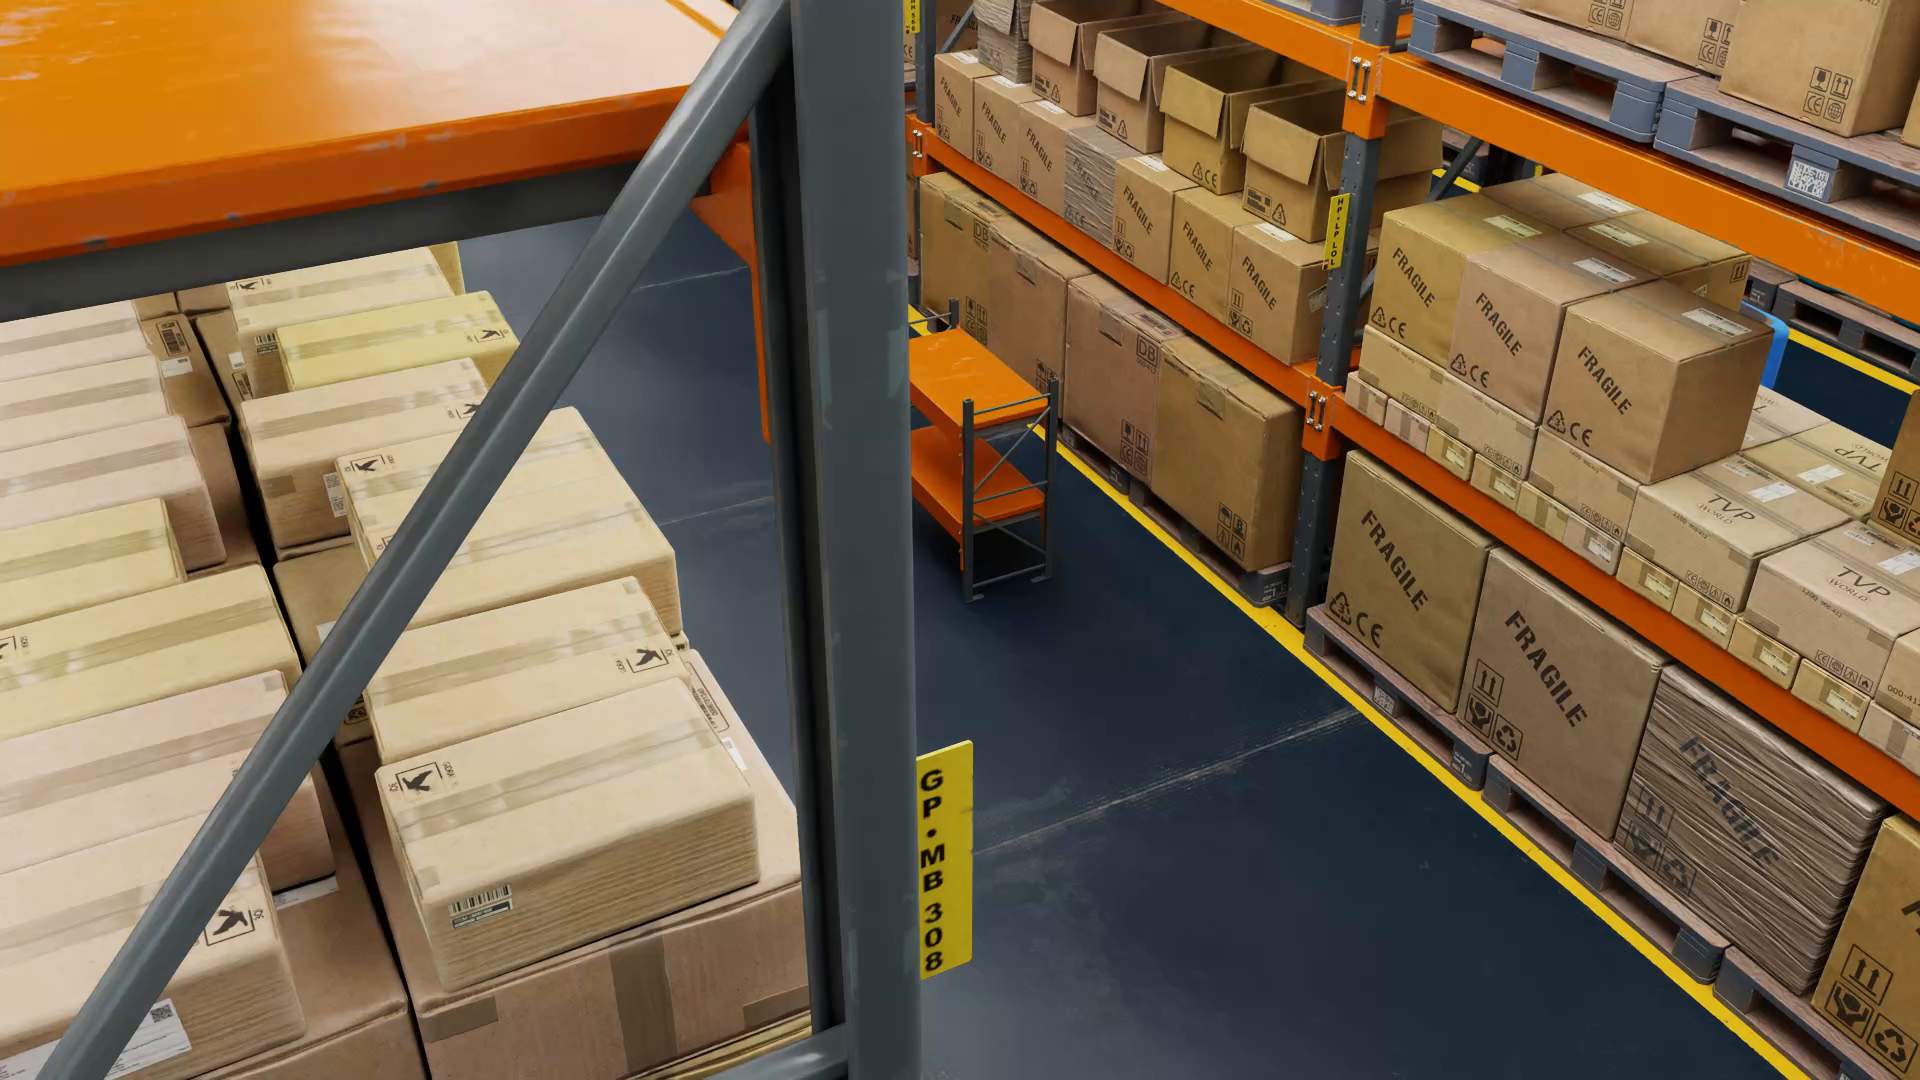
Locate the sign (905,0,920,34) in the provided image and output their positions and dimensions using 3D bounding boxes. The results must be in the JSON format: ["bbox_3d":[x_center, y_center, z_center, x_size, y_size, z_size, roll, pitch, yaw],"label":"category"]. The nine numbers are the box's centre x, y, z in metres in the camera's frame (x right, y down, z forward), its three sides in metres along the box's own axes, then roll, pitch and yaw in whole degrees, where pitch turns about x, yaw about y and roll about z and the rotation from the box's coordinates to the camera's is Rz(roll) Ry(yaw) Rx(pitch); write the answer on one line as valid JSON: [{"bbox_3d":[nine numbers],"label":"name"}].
[{"bbox_3d":[-0.282,-3.203,9.968,0.100,0.325,0.005,-16,36,-23],"label":"sign"}]

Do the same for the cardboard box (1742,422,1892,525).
[{"bbox_3d":[3.211,-0.165,6.091,0.500,0.250,0.500,-17,36,-24],"label":"cardboard box"}]

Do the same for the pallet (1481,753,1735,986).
[{"bbox_3d":[2.917,1.159,6.745,1.003,0.211,1.213,-16,36,-23],"label":"pallet"}]

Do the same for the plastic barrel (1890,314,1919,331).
[{"bbox_3d":[6.201,-1.783,10.309,0.600,0.901,0.708,-16,36,-23],"label":"plastic barrel"}]

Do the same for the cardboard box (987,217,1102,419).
[{"bbox_3d":[0.906,-1.410,9.750,1.225,0.875,0.875,-16,36,-23],"label":"cardboard box"}]

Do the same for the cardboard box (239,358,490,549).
[{"bbox_3d":[-0.952,-0.149,2.727,0.380,0.149,0.250,-15,36,-22],"label":"cardboard box"}]

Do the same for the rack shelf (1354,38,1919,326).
[{"bbox_3d":[2.991,-0.986,5.395,1.077,0.370,4.000,-16,36,-23],"label":"rack shelf"}]

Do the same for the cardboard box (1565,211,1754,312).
[{"bbox_3d":[2.739,-0.966,6.645,0.500,0.500,0.500,-15,36,-23],"label":"cardboard box"}]

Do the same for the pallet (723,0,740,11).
[{"bbox_3d":[-1.444,-4.316,12.884,1.003,0.211,1.213,-16,36,-23],"label":"pallet"}]

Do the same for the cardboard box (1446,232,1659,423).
[{"bbox_3d":[2.278,-0.828,6.431,0.500,0.500,0.500,-16,36,-23],"label":"cardboard box"}]

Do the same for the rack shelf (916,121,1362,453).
[{"bbox_3d":[1.126,-1.632,9.184,1.077,0.370,4.000,-16,36,-23],"label":"rack shelf"}]

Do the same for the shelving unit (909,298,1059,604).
[{"bbox_3d":[0.003,-0.470,8.442,0.538,1.125,1.048,-16,36,-23],"label":"shelving unit"}]

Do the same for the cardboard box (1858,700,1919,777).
[{"bbox_3d":[3.111,0.584,5.291,0.380,0.149,0.250,-15,36,-22],"label":"cardboard box"}]

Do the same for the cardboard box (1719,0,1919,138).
[{"bbox_3d":[2.841,-1.603,5.117,0.700,0.500,0.500,-14,35,-21],"label":"cardboard box"}]

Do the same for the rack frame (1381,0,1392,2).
[{"bbox_3d":[2.058,-3.506,5.881,1.000,3.000,0.127,-16,36,-23],"label":"rack frame"}]

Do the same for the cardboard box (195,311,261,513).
[{"bbox_3d":[-1.193,-0.291,3.319,0.500,0.250,0.500,-17,36,-25],"label":"cardboard box"}]

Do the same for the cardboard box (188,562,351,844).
[{"bbox_3d":[-1.191,0.318,2.368,0.500,0.250,0.500,-17,36,-24],"label":"cardboard box"}]

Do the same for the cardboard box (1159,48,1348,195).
[{"bbox_3d":[1.444,-2.078,8.190,0.797,0.503,0.637,-15,36,-23],"label":"cardboard box"}]

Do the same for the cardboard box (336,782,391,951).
[{"bbox_3d":[-0.736,0.397,2.708,0.500,0.250,0.500,-15,35,-22],"label":"cardboard box"}]

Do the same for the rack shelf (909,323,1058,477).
[{"bbox_3d":[0.003,-0.717,8.284,0.538,0.278,1.000,-16,36,-23],"label":"rack shelf"}]

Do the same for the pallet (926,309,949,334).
[{"bbox_3d":[0.494,-1.320,10.615,1.003,0.211,1.213,-16,36,-23],"label":"pallet"}]

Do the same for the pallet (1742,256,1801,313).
[{"bbox_3d":[5.544,-2.014,11.697,1.003,0.211,1.213,-16,36,-23],"label":"pallet"}]

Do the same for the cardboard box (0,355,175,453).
[{"bbox_3d":[-1.496,-0.154,2.736,0.380,0.149,0.250,-15,36,-22],"label":"cardboard box"}]

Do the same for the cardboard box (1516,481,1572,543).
[{"bbox_3d":[2.392,-0.152,6.439,0.380,0.149,0.250,-16,36,-24],"label":"cardboard box"}]

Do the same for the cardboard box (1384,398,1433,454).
[{"bbox_3d":[2.025,-0.524,7.021,0.380,0.149,0.250,-17,36,-25],"label":"cardboard box"}]

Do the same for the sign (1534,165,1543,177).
[{"bbox_3d":[2.549,-1.519,7.464,0.100,0.325,0.005,-16,36,-23],"label":"sign"}]

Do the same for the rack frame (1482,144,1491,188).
[{"bbox_3d":[4.575,-4.135,12.424,1.000,3.000,0.127,-16,36,-23],"label":"rack frame"}]

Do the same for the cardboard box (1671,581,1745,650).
[{"bbox_3d":[2.754,0.218,5.863,0.380,0.149,0.250,-15,36,-22],"label":"cardboard box"}]

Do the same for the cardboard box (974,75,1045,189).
[{"bbox_3d":[0.422,-2.386,9.600,0.500,0.500,0.500,-17,36,-24],"label":"cardboard box"}]

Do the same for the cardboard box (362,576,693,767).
[{"bbox_3d":[-0.564,0.212,2.165,0.380,0.149,0.250,-14,35,-21],"label":"cardboard box"}]

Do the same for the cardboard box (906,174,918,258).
[{"bbox_3d":[-0.137,-2.337,11.526,0.700,0.500,0.500,-18,37,-26],"label":"cardboard box"}]

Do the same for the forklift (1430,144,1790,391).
[{"bbox_3d":[3.182,-2.040,9.218,1.130,2.935,3.031,-14,35,-21],"label":"forklift"}]

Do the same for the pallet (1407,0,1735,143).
[{"bbox_3d":[2.431,-1.813,6.101,1.003,0.211,1.213,-16,36,-23],"label":"pallet"}]

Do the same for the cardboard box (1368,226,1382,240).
[{"bbox_3d":[2.065,-1.305,7.914,0.500,0.500,0.500,-16,36,-23],"label":"cardboard box"}]

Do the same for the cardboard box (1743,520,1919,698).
[{"bbox_3d":[2.989,0.217,5.494,0.500,0.250,0.500,-17,36,-25],"label":"cardboard box"}]

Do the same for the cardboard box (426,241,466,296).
[{"bbox_3d":[-1.227,-0.552,3.357,0.380,0.149,0.250,-17,36,-24],"label":"cardboard box"}]

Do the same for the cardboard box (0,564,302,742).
[{"bbox_3d":[-1.075,0.200,2.182,0.380,0.149,0.250,-17,36,-25],"label":"cardboard box"}]

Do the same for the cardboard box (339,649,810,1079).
[{"bbox_3d":[-0.491,0.438,2.181,0.500,0.250,0.500,-15,36,-22],"label":"cardboard box"}]

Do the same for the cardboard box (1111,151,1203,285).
[{"bbox_3d":[1.124,-1.663,8.472,0.500,0.500,0.500,-16,36,-24],"label":"cardboard box"}]

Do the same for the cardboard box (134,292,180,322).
[{"bbox_3d":[-1.914,-0.419,3.518,0.500,0.250,0.500,-15,36,-22],"label":"cardboard box"}]

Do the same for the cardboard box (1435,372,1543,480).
[{"bbox_3d":[2.273,-0.514,6.635,0.500,0.250,0.500,-16,36,-23],"label":"cardboard box"}]

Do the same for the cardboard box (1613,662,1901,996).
[{"bbox_3d":[3.130,0.927,6.103,0.875,0.875,0.875,-16,36,-23],"label":"cardboard box"}]

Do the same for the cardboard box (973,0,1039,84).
[{"bbox_3d":[0.520,-3.001,9.631,0.797,0.503,0.637,-15,35,-22],"label":"cardboard box"}]
